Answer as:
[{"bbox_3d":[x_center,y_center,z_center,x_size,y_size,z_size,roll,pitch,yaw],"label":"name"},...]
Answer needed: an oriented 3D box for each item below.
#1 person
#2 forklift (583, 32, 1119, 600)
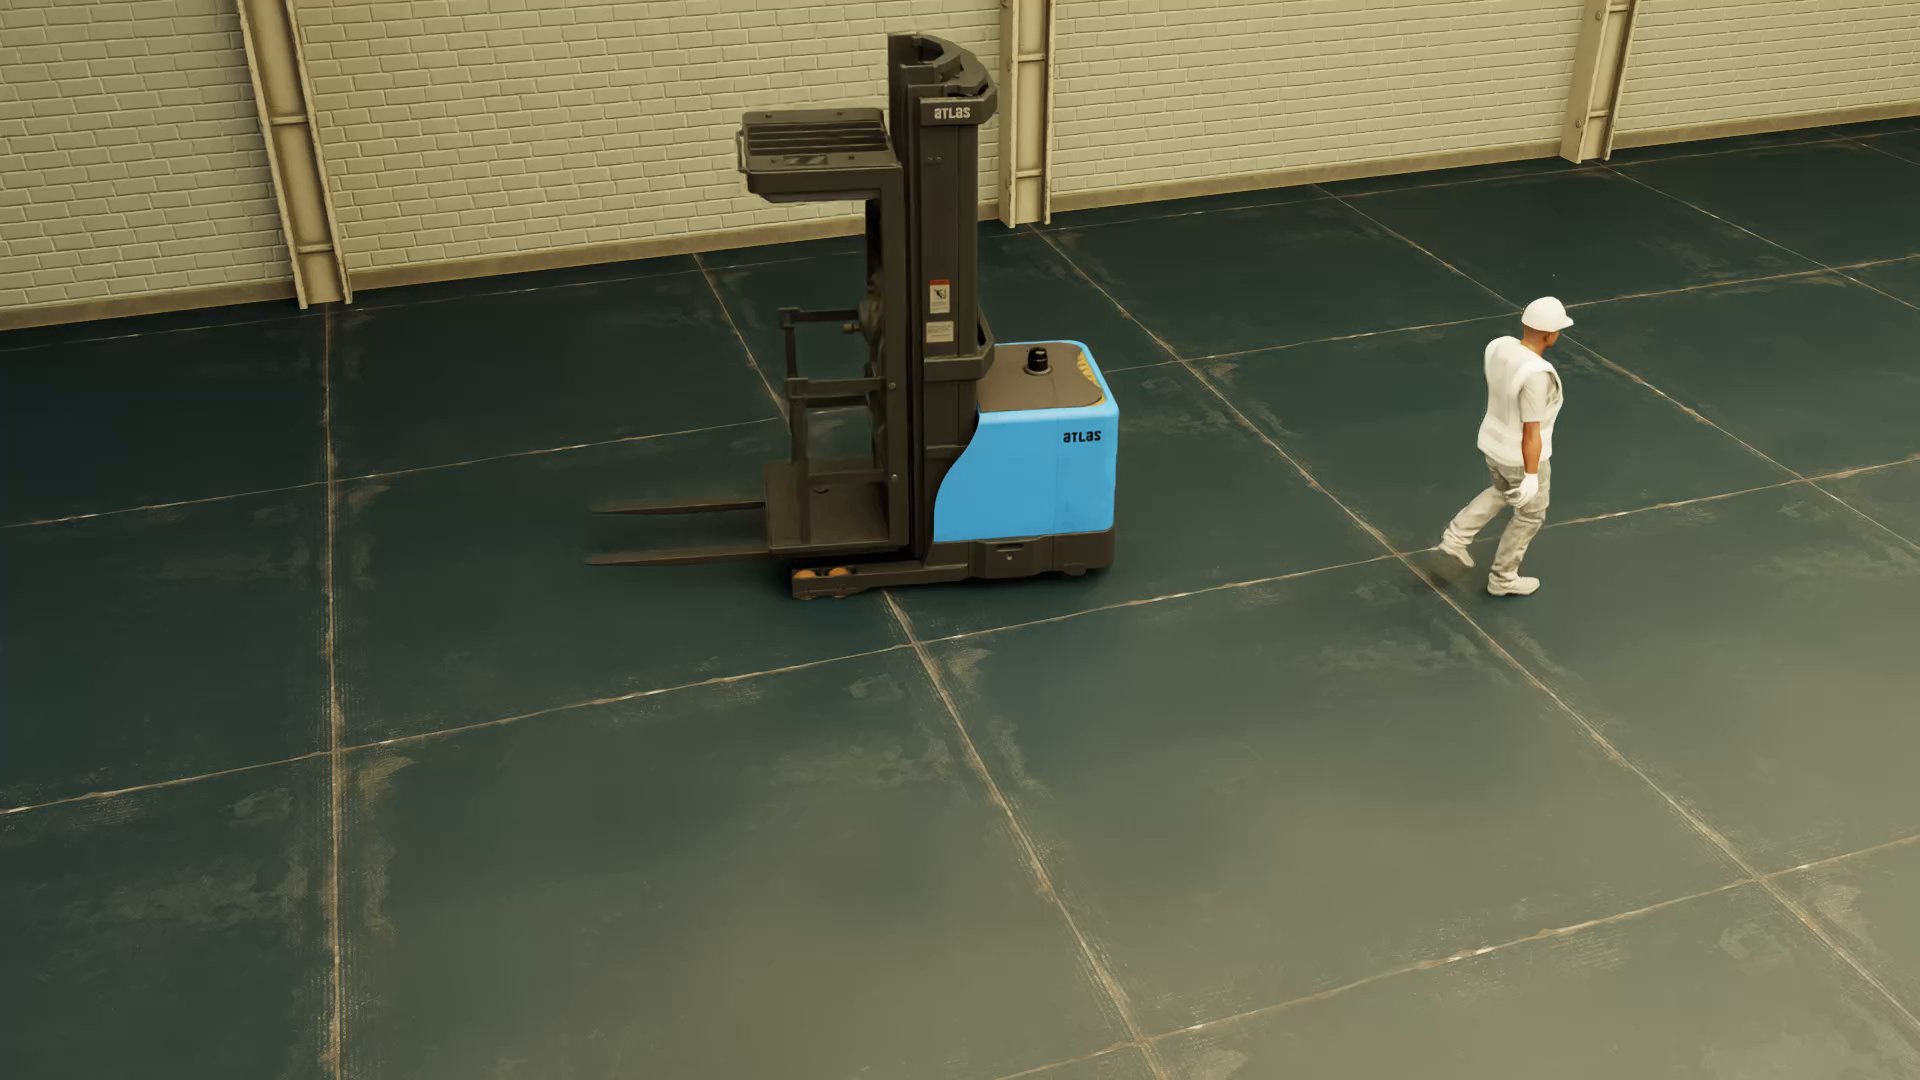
[{"bbox_3d":[3.032,-0.501,9.129,0.543,1.765,0.797,-8,31,-13],"label":"person"},{"bbox_3d":[-0.665,-1.211,9.191,3.031,2.935,1.130,-4,30,-7],"label":"forklift"}]
